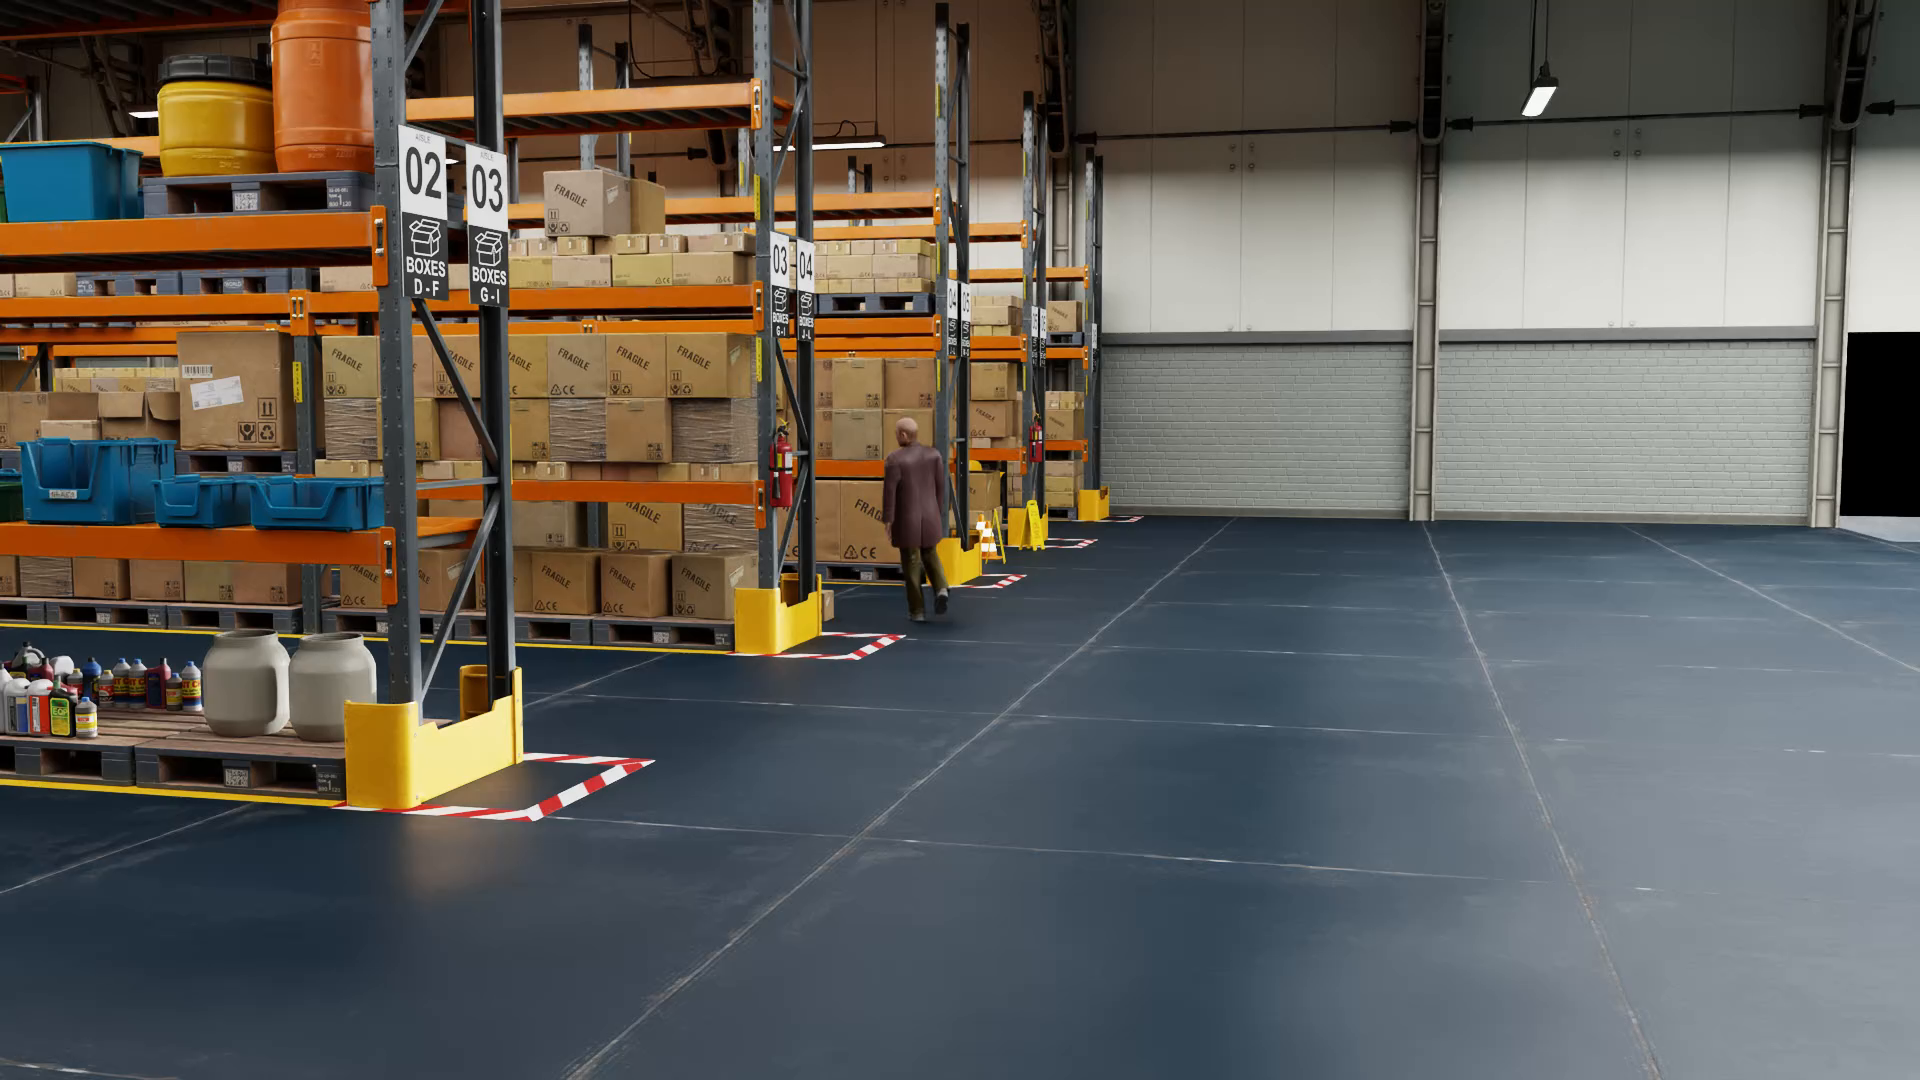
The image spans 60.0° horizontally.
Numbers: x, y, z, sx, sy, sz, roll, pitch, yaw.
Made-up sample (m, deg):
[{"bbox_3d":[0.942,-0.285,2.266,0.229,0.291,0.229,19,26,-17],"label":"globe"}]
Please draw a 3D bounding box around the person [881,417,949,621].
[{"bbox_3d":[-0.404,-0.175,14.456,0.619,1.779,0.558,-2,5,-22],"label":"person"}]
